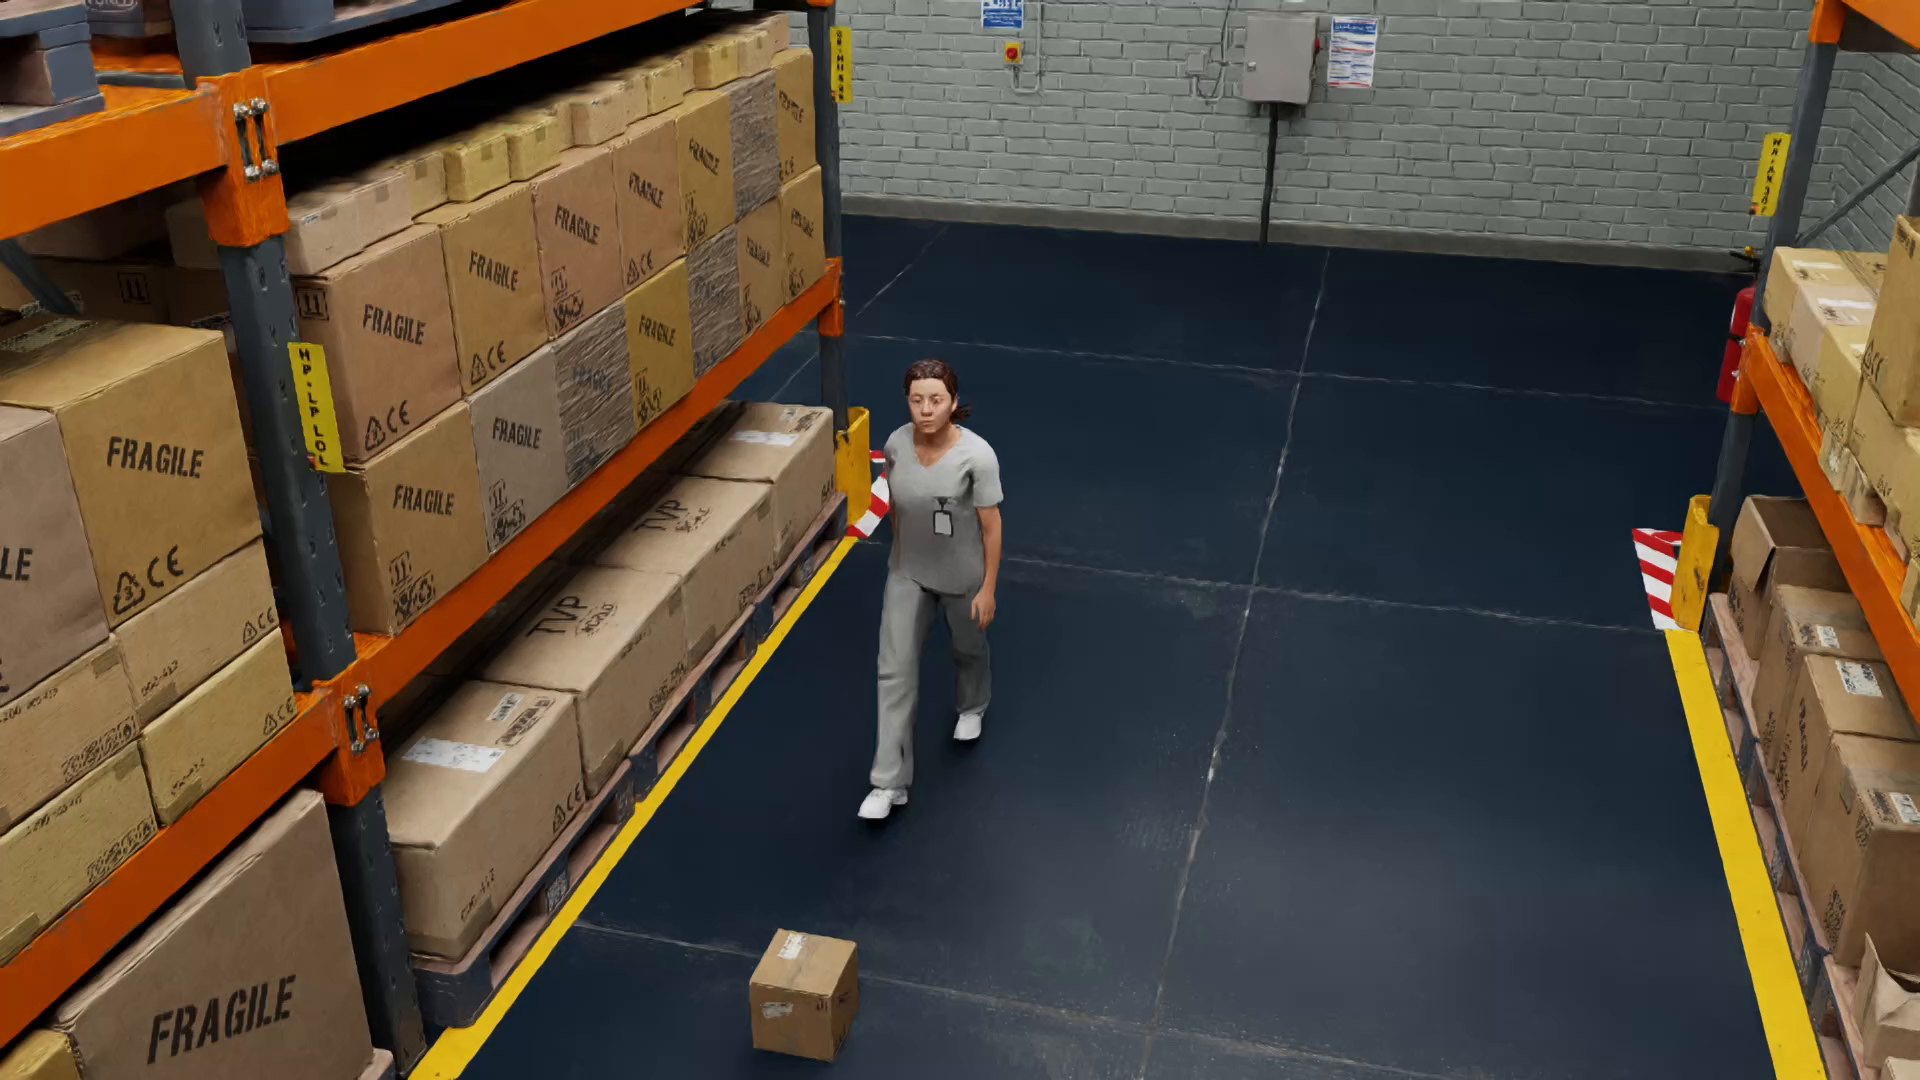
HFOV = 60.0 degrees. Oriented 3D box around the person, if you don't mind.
[{"bbox_3d":[-0.074,0.135,5.853,0.456,1.619,0.953,7,26,14],"label":"person"}]
